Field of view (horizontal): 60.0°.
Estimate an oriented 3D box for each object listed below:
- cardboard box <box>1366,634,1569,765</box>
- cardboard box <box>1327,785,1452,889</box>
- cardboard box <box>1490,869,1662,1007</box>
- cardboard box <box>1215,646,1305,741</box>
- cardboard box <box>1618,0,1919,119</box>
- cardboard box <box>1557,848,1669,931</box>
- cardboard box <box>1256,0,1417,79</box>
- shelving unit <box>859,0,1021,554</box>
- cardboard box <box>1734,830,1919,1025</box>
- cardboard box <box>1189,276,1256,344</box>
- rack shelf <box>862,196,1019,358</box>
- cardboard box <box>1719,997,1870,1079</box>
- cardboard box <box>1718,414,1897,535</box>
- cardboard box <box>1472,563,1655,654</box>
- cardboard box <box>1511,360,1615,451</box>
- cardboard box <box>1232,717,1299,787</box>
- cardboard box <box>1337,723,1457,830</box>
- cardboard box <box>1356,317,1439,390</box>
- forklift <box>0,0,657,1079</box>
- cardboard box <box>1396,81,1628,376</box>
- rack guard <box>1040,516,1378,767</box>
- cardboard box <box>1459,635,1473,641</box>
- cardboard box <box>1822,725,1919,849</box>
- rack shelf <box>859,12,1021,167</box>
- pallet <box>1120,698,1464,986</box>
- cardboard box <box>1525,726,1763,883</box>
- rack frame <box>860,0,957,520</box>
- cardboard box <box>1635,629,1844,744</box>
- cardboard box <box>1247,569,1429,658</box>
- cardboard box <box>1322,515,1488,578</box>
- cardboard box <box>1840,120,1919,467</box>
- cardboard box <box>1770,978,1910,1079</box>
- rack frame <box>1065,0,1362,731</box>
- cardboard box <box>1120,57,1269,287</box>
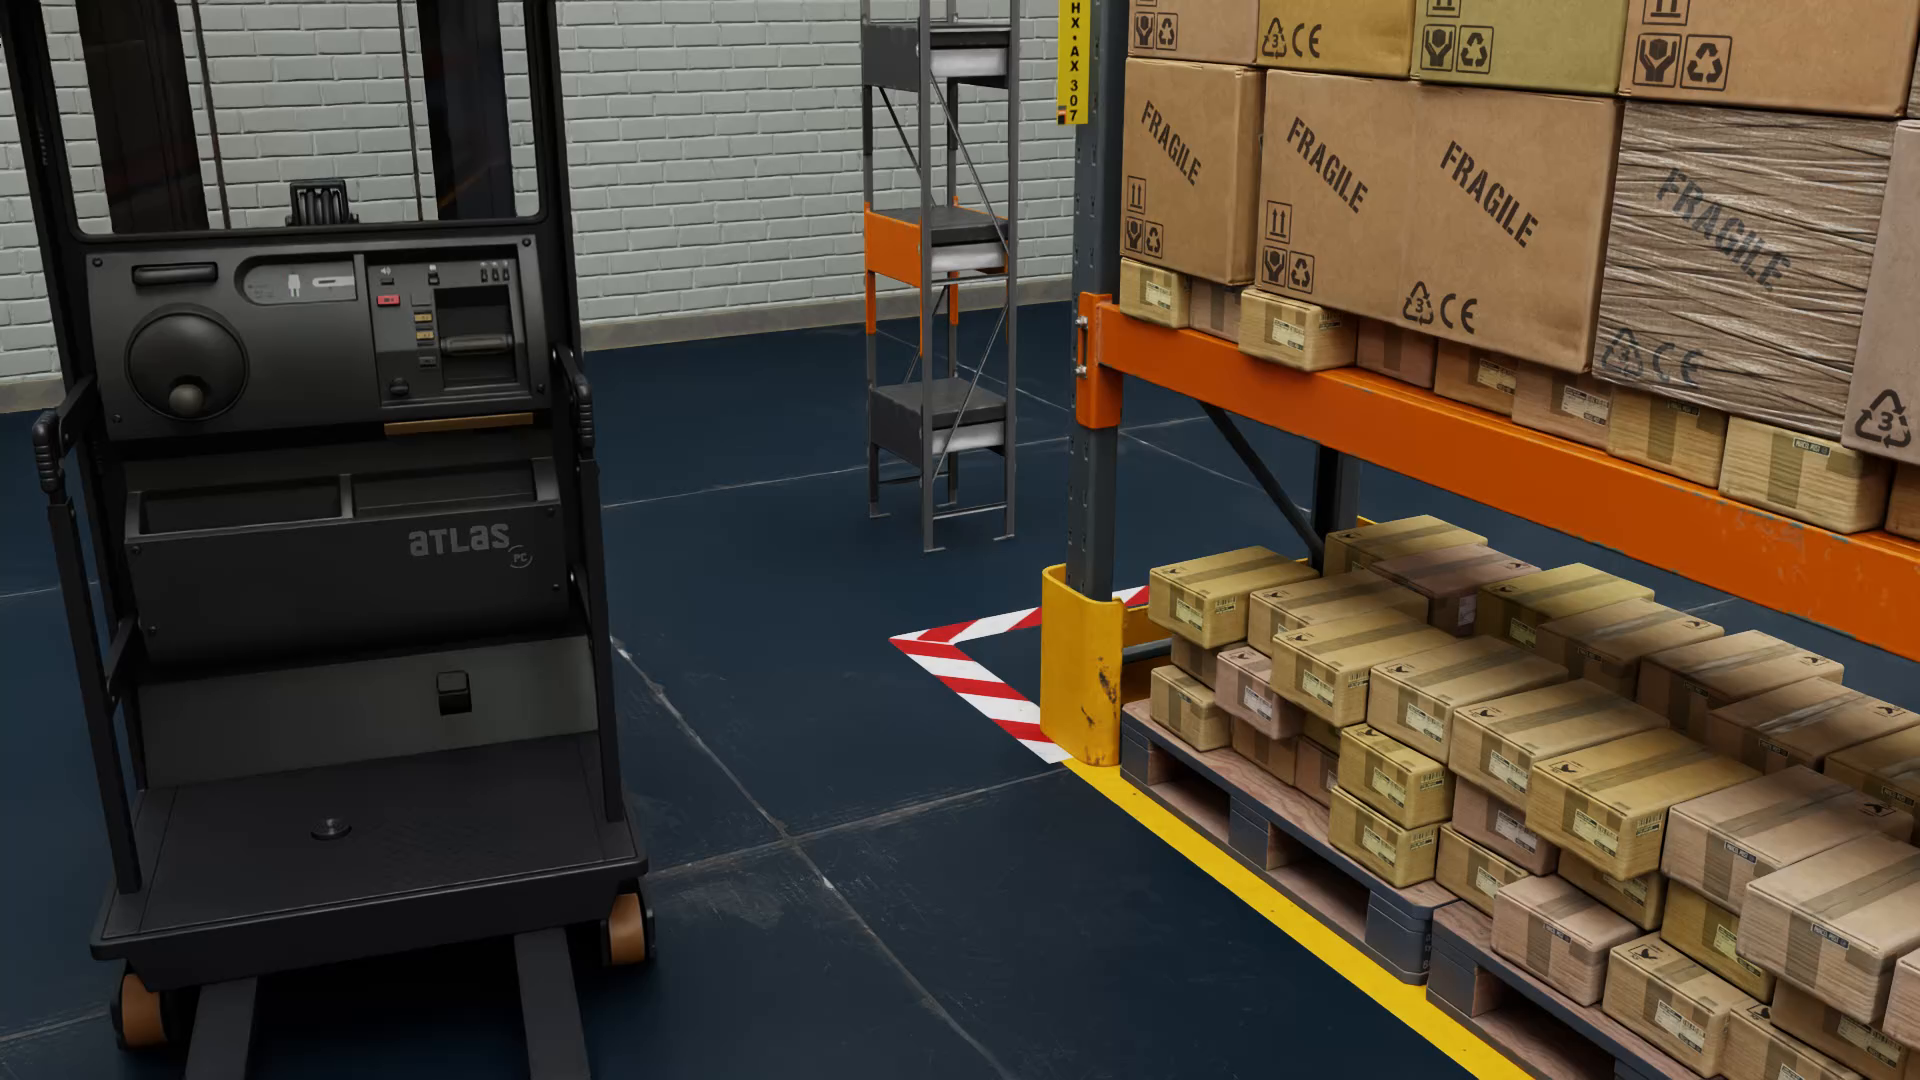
[{"bbox_3d":[1.160,0.359,3.807,0.380,0.149,0.250,-11,22,-29],"label":"cardboard box"},{"bbox_3d":[1.088,0.649,3.878,0.380,0.149,0.250,-10,21,-26],"label":"cardboard box"},{"bbox_3d":[1.335,0.793,3.462,0.380,0.149,0.250,-11,22,-29],"label":"cardboard box"},{"bbox_3d":[0.879,0.363,4.251,0.380,0.149,0.250,-10,21,-27],"label":"cardboard box"},{"bbox_3d":[1.473,-0.971,2.705,0.500,0.500,0.500,-11,22,-28],"label":"cardboard box"},{"bbox_3d":[1.475,0.643,3.440,0.380,0.149,0.250,-9,21,-24],"label":"cardboard box"},{"bbox_3d":[1.001,-1.270,3.570,0.500,0.500,0.500,-9,21,-25],"label":"cardboard box"},{"bbox_3d":[-0.079,-1.040,6.427,0.431,2.100,0.503,-10,21,-27],"label":"shelving unit"},{"bbox_3d":[1.593,0.668,2.910,0.380,0.149,0.250,-11,22,-29],"label":"cardboard box"},{"bbox_3d":[0.799,-0.594,4.138,0.380,0.149,0.250,-9,21,-25],"label":"cardboard box"},{"bbox_3d":[-0.079,-1.027,6.431,0.431,0.518,0.480,-10,21,-27],"label":"rack shelf"},{"bbox_3d":[1.633,0.932,3.058,0.380,0.149,0.250,-10,21,-26],"label":"cardboard box"},{"bbox_3d":[1.528,-0.139,2.822,0.380,0.149,0.250,-10,21,-26],"label":"cardboard box"},{"bbox_3d":[1.554,0.193,4.287,0.380,0.149,0.250,-11,22,-28],"label":"cardboard box"},{"bbox_3d":[1.323,-0.298,3.282,0.380,0.149,0.250,-10,22,-28],"label":"cardboard box"},{"bbox_3d":[0.939,0.489,4.343,0.380,0.149,0.250,-10,21,-27],"label":"cardboard box"},{"bbox_3d":[1.100,0.510,3.825,0.380,0.149,0.250,-9,21,-25],"label":"cardboard box"},{"bbox_3d":[1.123,-0.455,3.736,0.380,0.149,0.250,-9,21,-24],"label":"cardboard box"},{"bbox_3d":[-1.328,-0.457,3.462,1.130,2.935,3.031,-6,20,-17],"label":"forklift"},{"bbox_3d":[1.244,-0.647,3.298,0.500,0.500,0.500,-10,21,-26],"label":"cardboard box"},{"bbox_3d":[0.812,0.281,5.052,1.175,0.500,0.348,-10,21,-27],"label":"rack guard"},{"bbox_3d":[1.355,0.276,4.503,0.380,0.149,0.250,-11,22,-28],"label":"cardboard box"},{"bbox_3d":[1.975,0.510,3.370,0.380,0.149,0.250,-10,21,-26],"label":"cardboard box"},{"bbox_3d":[-0.079,-1.689,6.203,0.431,0.518,0.480,-10,21,-27],"label":"rack shelf"},{"bbox_3d":[1.167,0.656,4.407,1.003,0.211,1.213,-10,21,-27],"label":"pallet"},{"bbox_3d":[1.368,0.523,3.332,0.380,0.149,0.250,-10,21,-26],"label":"cardboard box"},{"bbox_3d":[-0.194,-1.110,6.630,0.400,2.100,0.015,-10,21,-27],"label":"rack frame"},{"bbox_3d":[1.798,0.346,3.845,0.380,0.149,0.250,-9,21,-25],"label":"cardboard box"},{"bbox_3d":[0.963,0.209,4.243,0.380,0.149,0.250,-10,21,-26],"label":"cardboard box"},{"bbox_3d":[1.250,0.058,4.680,0.380,0.149,0.250,-10,21,-26],"label":"cardboard box"},{"bbox_3d":[1.717,-0.350,2.437,0.500,0.500,0.500,-10,21,-27],"label":"cardboard box"},{"bbox_3d":[1.683,0.805,2.969,0.380,0.149,0.250,-11,22,-29],"label":"cardboard box"},{"bbox_3d":[0.776,-0.923,4.707,1.000,3.000,0.127,-10,21,-27],"label":"rack frame"},{"bbox_3d":[0.746,-0.939,4.145,0.500,0.500,0.500,-9,21,-24],"label":"cardboard box"}]
